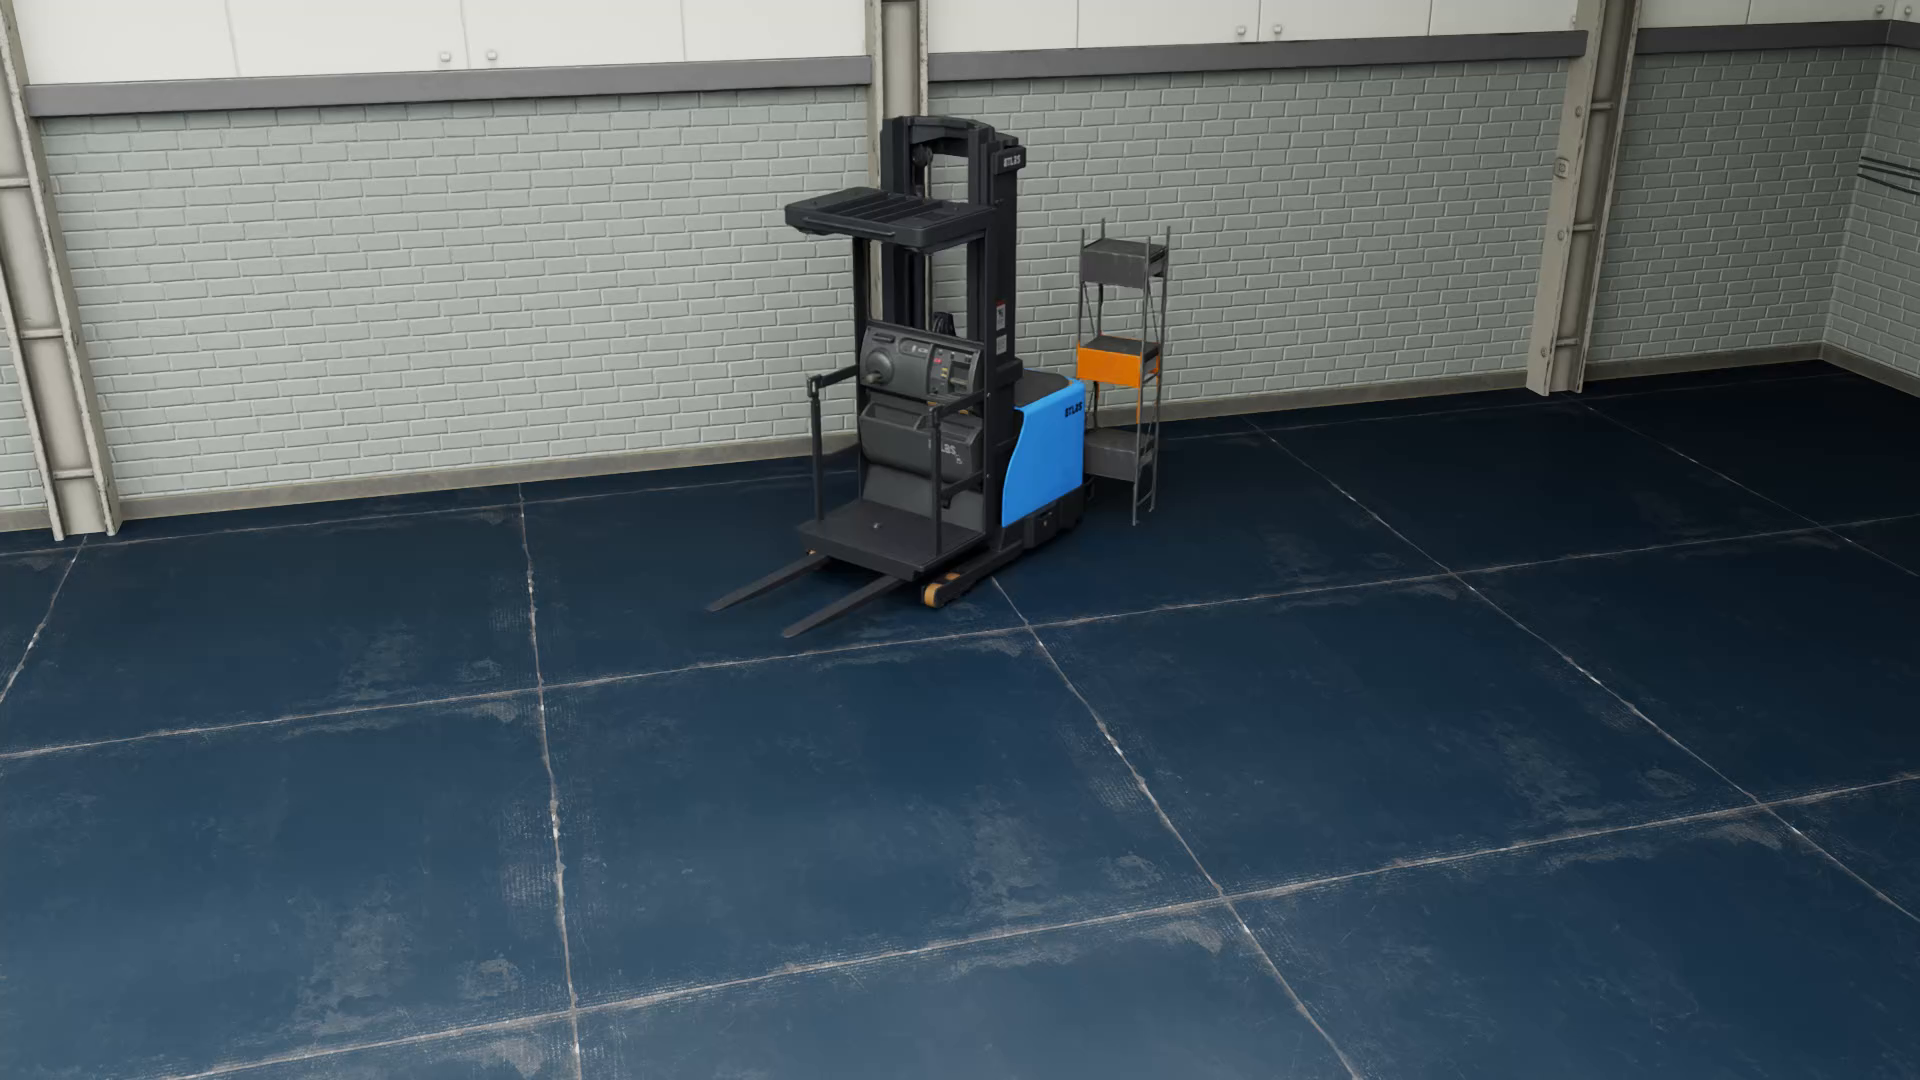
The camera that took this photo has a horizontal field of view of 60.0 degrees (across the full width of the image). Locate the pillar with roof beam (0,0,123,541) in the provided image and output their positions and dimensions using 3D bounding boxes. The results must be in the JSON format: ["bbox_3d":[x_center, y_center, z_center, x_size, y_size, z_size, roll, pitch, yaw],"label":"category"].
[{"bbox_3d":[-5.079,-2.576,6.340,0.400,9.000,9.100,-6,24,-14],"label":"pillar with roof beam"}]

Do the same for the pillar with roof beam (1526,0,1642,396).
[{"bbox_3d":[6.475,-3.854,9.319,0.400,9.000,9.100,-6,24,-14],"label":"pillar with roof beam"}]

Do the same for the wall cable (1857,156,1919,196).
[{"bbox_3d":[8.506,-3.873,13.302,0.112,2.526,3.097,-6,24,-14],"label":"wall cable"}]

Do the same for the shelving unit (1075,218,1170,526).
[{"bbox_3d":[1.132,-1.182,11.834,0.503,2.100,0.431,12,25,25],"label":"shelving unit"}]

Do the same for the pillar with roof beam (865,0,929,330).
[{"bbox_3d":[0.698,-3.215,7.830,0.400,9.000,9.100,-6,24,-14],"label":"pillar with roof beam"}]

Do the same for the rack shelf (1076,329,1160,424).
[{"bbox_3d":[1.132,-1.169,11.840,0.480,0.518,0.431,12,25,25],"label":"rack shelf"}]

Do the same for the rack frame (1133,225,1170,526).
[{"bbox_3d":[1.348,-1.137,11.731,0.015,2.100,0.400,12,25,25],"label":"rack frame"}]

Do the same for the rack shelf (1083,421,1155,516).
[{"bbox_3d":[1.127,-0.524,12.111,0.480,0.518,0.431,12,25,25],"label":"rack shelf"}]

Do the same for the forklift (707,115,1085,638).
[{"bbox_3d":[-0.388,-1.122,10.649,1.130,2.935,3.031,16,28,33],"label":"forklift"}]

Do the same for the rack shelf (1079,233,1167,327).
[{"bbox_3d":[1.136,-1.815,11.569,0.480,0.518,0.431,12,25,25],"label":"rack shelf"}]

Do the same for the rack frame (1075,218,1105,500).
[{"bbox_3d":[0.915,-1.227,11.937,0.015,2.100,0.400,12,25,25],"label":"rack frame"}]
